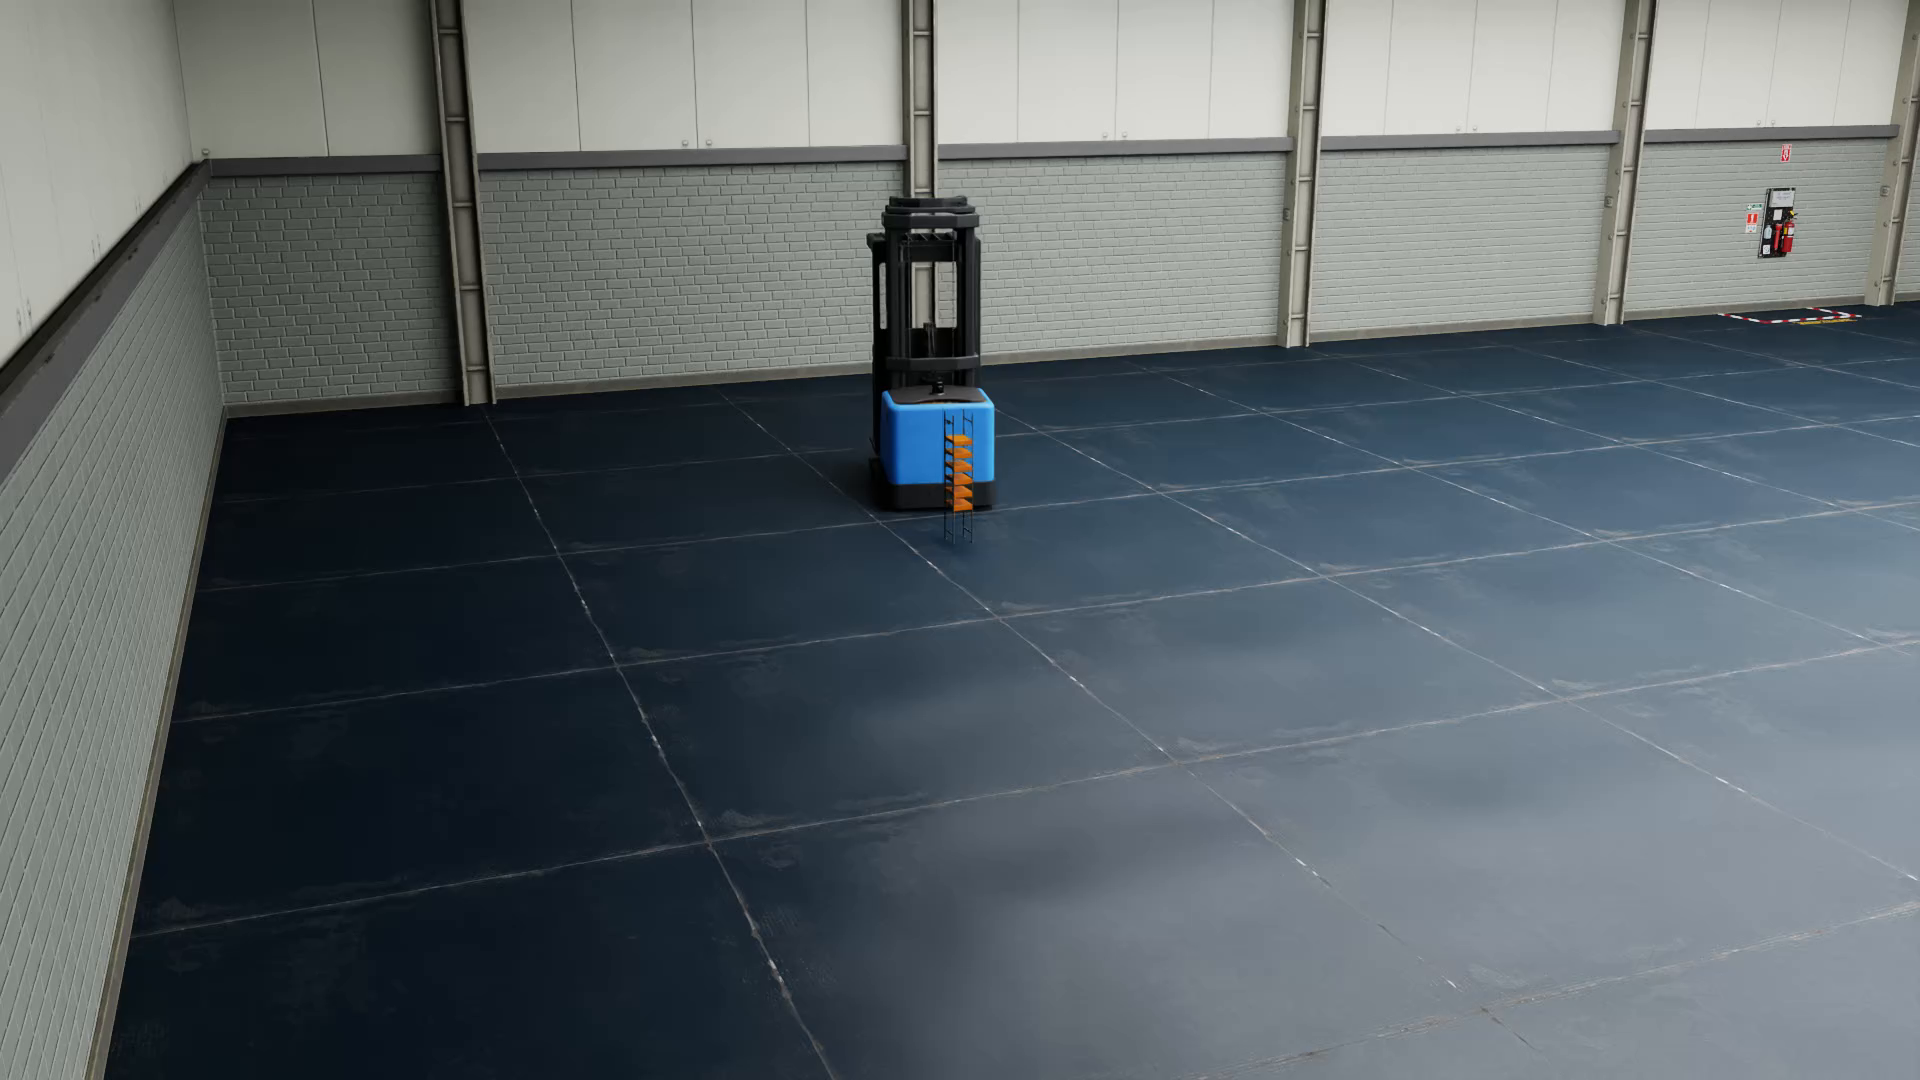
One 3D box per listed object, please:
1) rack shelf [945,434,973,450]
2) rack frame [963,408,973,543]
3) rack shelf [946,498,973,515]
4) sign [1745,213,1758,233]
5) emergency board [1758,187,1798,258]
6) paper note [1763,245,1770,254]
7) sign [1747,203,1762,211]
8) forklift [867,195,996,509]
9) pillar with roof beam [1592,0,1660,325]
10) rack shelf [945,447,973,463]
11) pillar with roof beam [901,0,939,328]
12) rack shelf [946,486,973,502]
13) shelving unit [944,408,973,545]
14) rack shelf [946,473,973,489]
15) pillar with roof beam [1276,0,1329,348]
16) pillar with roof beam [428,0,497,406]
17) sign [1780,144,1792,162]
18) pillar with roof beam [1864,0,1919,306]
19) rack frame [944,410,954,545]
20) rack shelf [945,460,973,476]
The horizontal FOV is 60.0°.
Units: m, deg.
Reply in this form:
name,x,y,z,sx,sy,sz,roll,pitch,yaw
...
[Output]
name,x,y,z,sx,sy,sz,roll,pitch,yaw
rack shelf,-0.014,-0.877,14.987,0.180,0.103,0.258,-6,17,-20
rack frame,0.072,-0.583,15.107,0.006,1.200,0.240,-6,17,-20
rack shelf,-0.014,-0.301,15.156,0.180,0.103,0.258,-6,17,-20
sign,13.398,-5.366,28.137,0.234,0.329,0.001,-6,17,-20
emergency board,13.951,-5.378,28.239,0.643,1.169,0.194,-6,17,-20
paper note,13.761,-4.955,28.364,0.142,0.148,0.016,-6,17,-20
sign,13.405,-5.619,28.055,0.331,0.109,0.001,-6,17,-20
forklift,-0.369,-2.076,17.118,1.130,2.935,3.031,-2,17,-8
pillar with roof beam,12.210,-6.758,22.291,0.400,9.000,9.100,-6,17,-20
rack shelf,-0.014,-0.762,15.021,0.180,0.103,0.258,-6,17,-20
pillar with roof beam,1.004,-5.548,18.171,0.400,9.000,9.100,-6,17,-20
rack shelf,-0.014,-0.416,15.122,0.180,0.103,0.258,-6,17,-20
shelving unit,-0.014,-0.574,15.076,0.189,1.200,0.258,-6,17,-20
rack shelf,-0.014,-0.532,15.088,0.180,0.103,0.258,-6,17,-20
pillar with roof beam,6.607,-6.153,20.231,0.400,9.000,9.100,-6,17,-20
pillar with roof beam,-4.598,-4.943,16.111,0.400,9.000,9.100,-6,17,-20
sign,13.908,-6.515,27.999,0.199,0.298,0.001,-6,17,-20
pillar with roof beam,17.813,-7.363,24.351,0.400,9.000,9.100,-6,17,-20
rack frame,-0.099,-0.565,15.045,0.006,1.200,0.240,-6,17,-20
rack shelf,-0.014,-0.647,15.055,0.180,0.103,0.258,-6,17,-20
